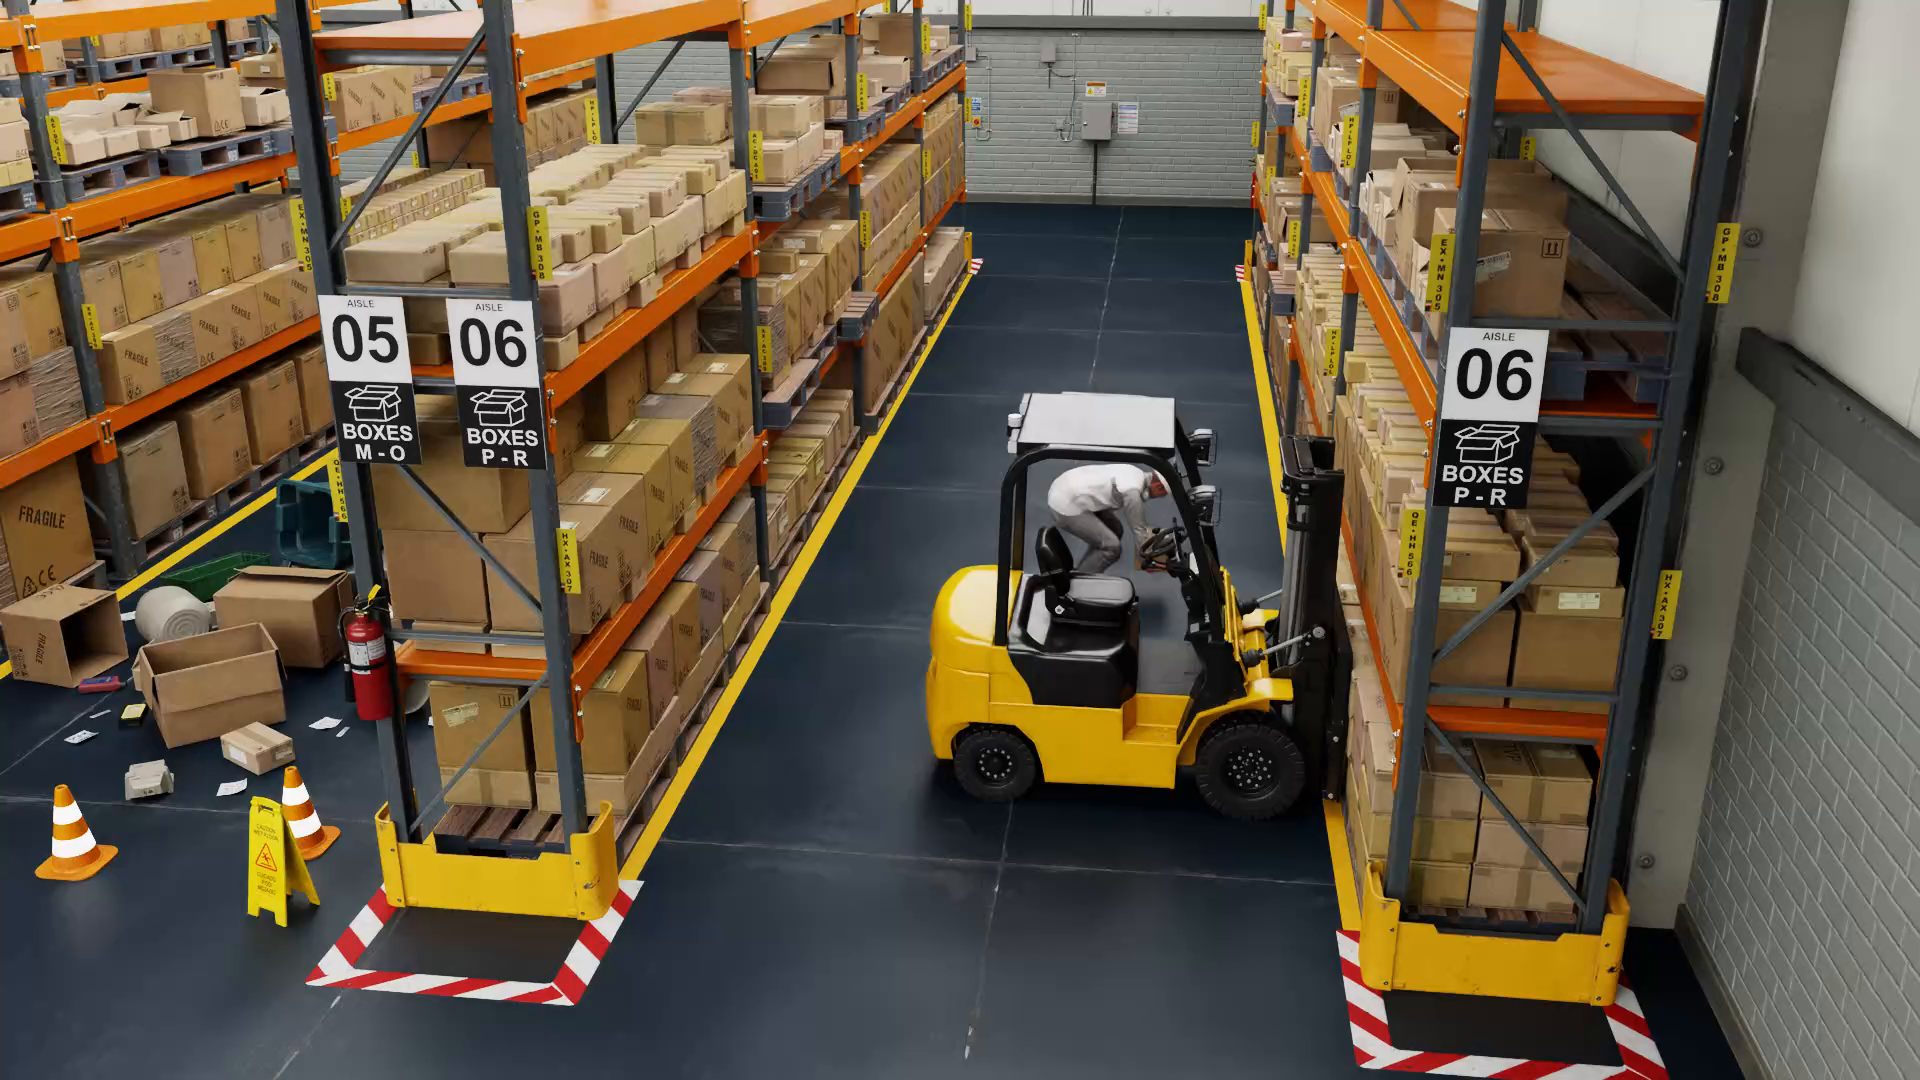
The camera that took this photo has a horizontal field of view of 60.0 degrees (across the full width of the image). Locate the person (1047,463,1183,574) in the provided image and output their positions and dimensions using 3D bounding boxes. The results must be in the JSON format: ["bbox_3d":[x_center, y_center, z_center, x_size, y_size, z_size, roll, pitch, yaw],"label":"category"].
[{"bbox_3d":[1.144,-0.091,12.367,0.991,0.997,0.505,2,21,4],"label":"person"}]
